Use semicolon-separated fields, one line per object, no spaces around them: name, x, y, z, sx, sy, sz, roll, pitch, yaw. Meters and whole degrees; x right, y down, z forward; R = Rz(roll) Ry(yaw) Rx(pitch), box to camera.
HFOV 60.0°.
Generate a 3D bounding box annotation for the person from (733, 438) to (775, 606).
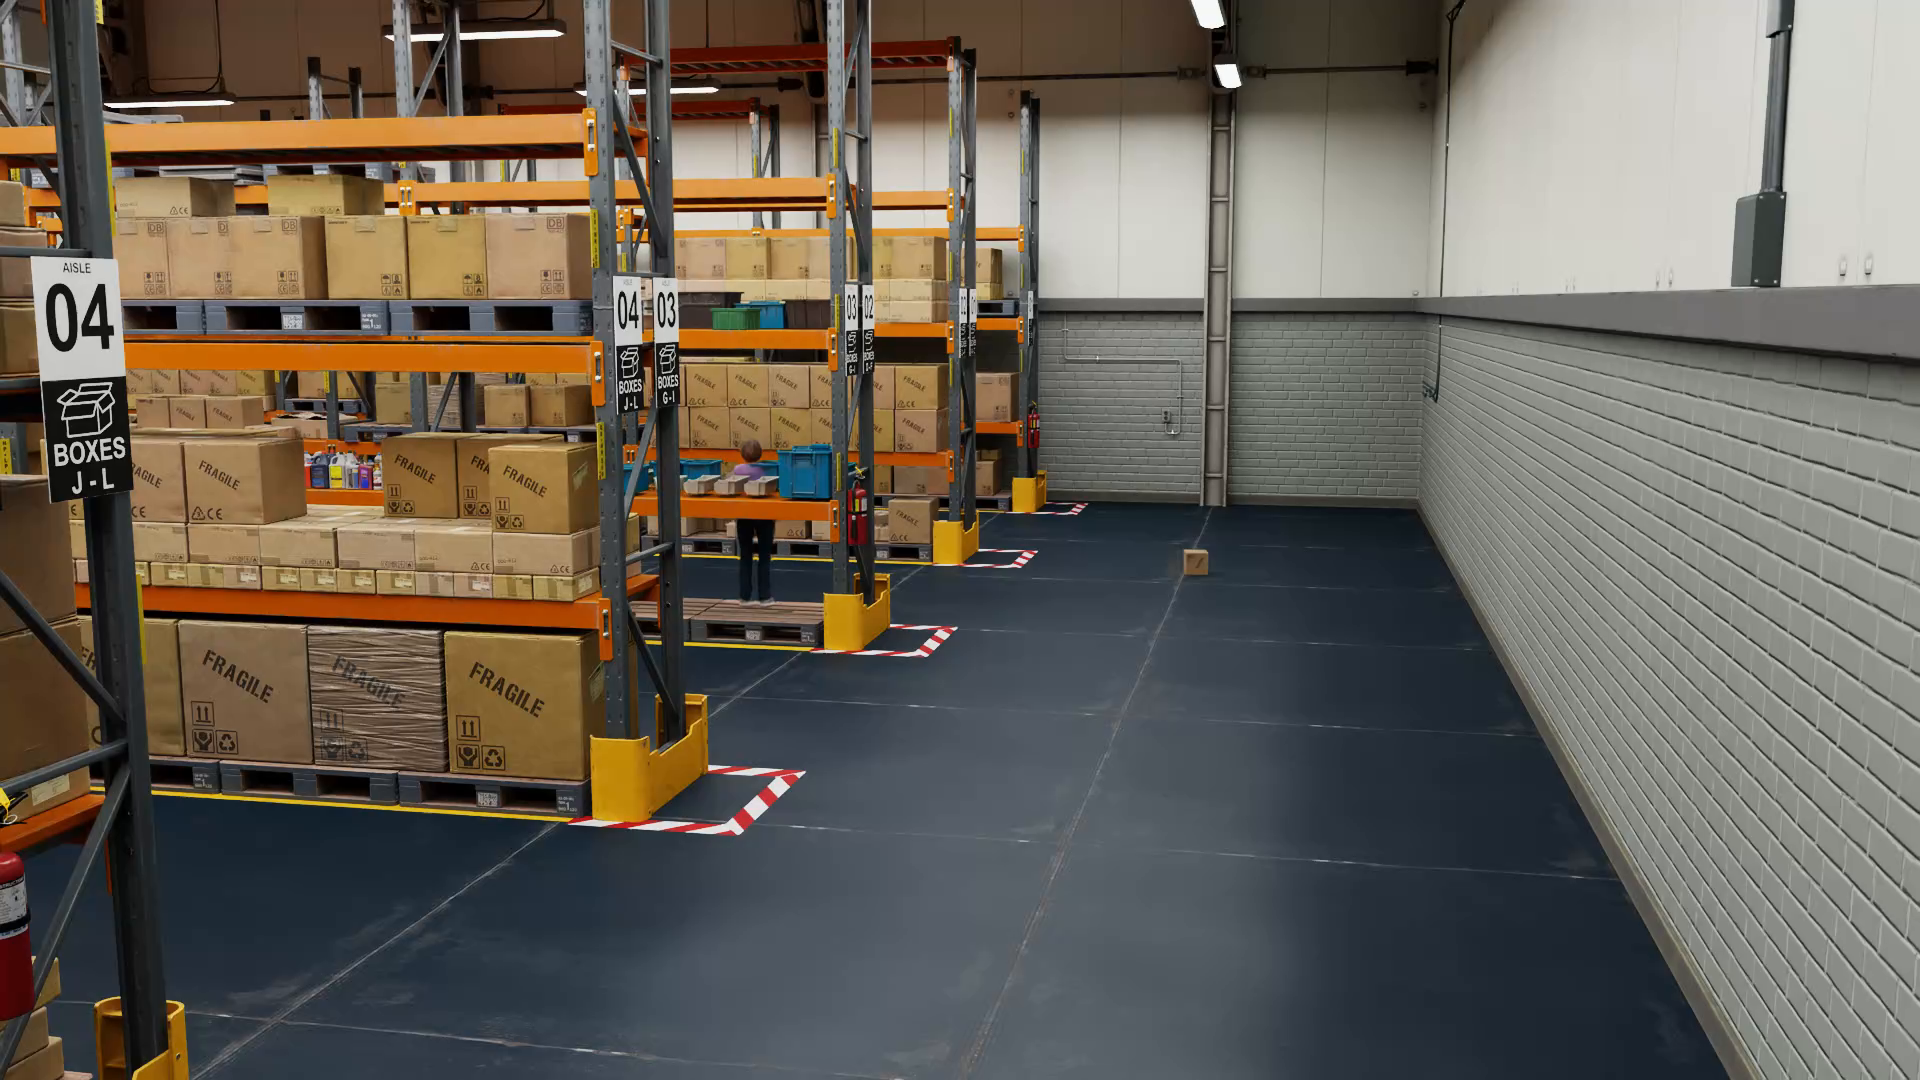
person;-1.927;-0.164;15.542;0.407;1.588;0.346;1;8;7
